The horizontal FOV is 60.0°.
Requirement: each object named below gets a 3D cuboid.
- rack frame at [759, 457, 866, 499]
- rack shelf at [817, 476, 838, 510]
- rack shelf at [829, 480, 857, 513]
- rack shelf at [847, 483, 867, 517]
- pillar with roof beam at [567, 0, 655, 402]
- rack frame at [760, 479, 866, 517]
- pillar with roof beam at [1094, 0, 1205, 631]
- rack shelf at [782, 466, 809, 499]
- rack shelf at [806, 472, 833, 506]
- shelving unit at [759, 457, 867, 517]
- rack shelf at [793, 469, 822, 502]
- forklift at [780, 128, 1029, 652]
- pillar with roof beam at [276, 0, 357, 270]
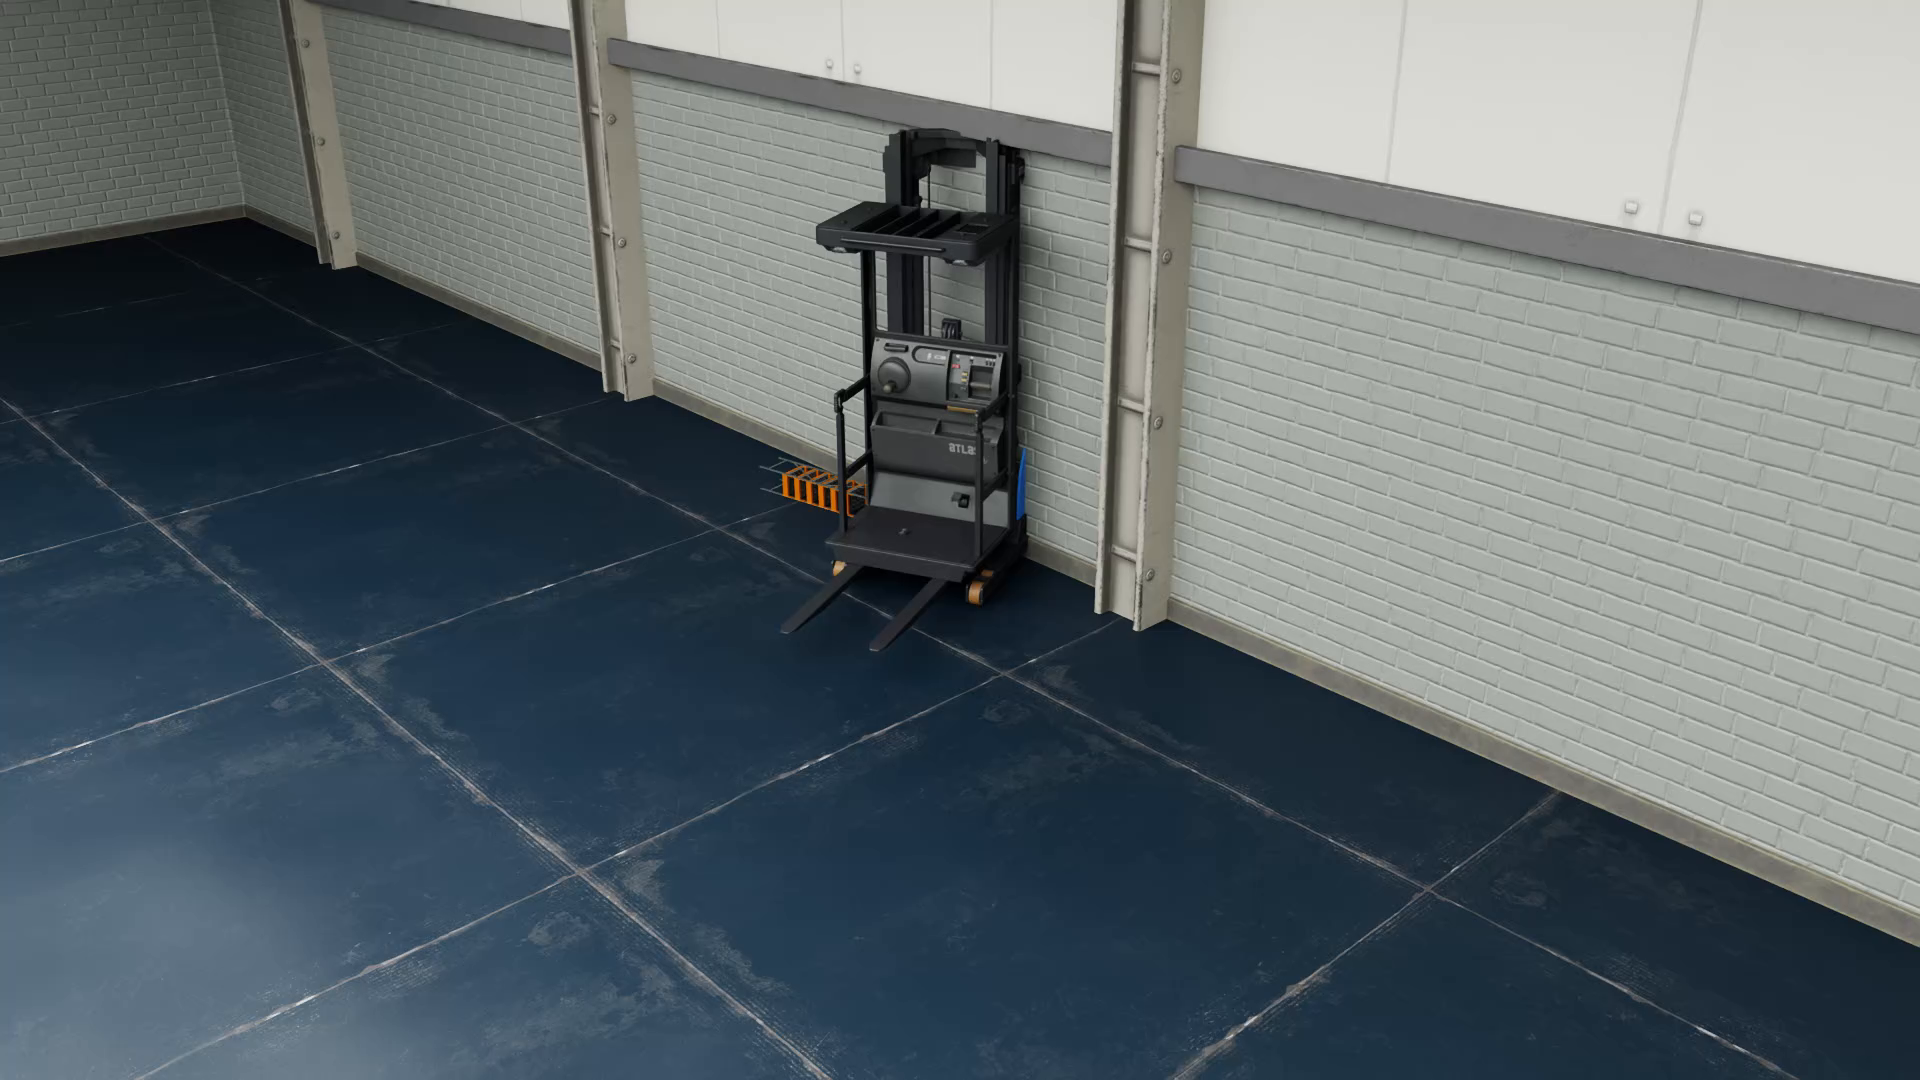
[{"bbox_3d":[-0.996,-0.459,12.598,1.200,0.006,0.240,17,29,32],"label":"rack frame"},{"bbox_3d":[-0.960,-0.364,12.612,0.103,0.180,0.258,17,29,32],"label":"rack shelf"},{"bbox_3d":[-0.863,-0.335,12.548,0.103,0.180,0.258,17,29,32],"label":"rack shelf"},{"bbox_3d":[-0.766,-0.306,12.483,0.103,0.180,0.258,17,29,32],"label":"rack shelf"},{"bbox_3d":[-6.110,-4.201,10.414,9.100,9.000,0.400,-21,32,-38],"label":"pillar with roof beam"},{"bbox_3d":[-0.996,-0.292,12.674,1.200,0.006,0.240,17,29,32],"label":"rack frame"},{"bbox_3d":[-2.009,-2.383,6.429,9.100,9.000,0.400,-21,32,-38],"label":"pillar with roof beam"},{"bbox_3d":[-1.251,-0.453,12.805,0.103,0.180,0.258,17,29,32],"label":"rack shelf"},{"bbox_3d":[-1.057,-0.394,12.677,0.103,0.180,0.258,17,29,32],"label":"rack shelf"},{"bbox_3d":[-0.996,-0.375,12.636,1.200,0.189,0.258,17,29,32],"label":"shelving unit"},{"bbox_3d":[-1.154,-0.423,12.741,0.103,0.180,0.258,17,29,32],"label":"rack shelf"},{"bbox_3d":[-0.235,-1.094,10.913,1.130,2.935,3.031,10,26,20],"label":"forklift"},{"bbox_3d":[-10.211,-6.019,14.398,9.100,9.000,0.400,-21,32,-38],"label":"pillar with roof beam"}]
